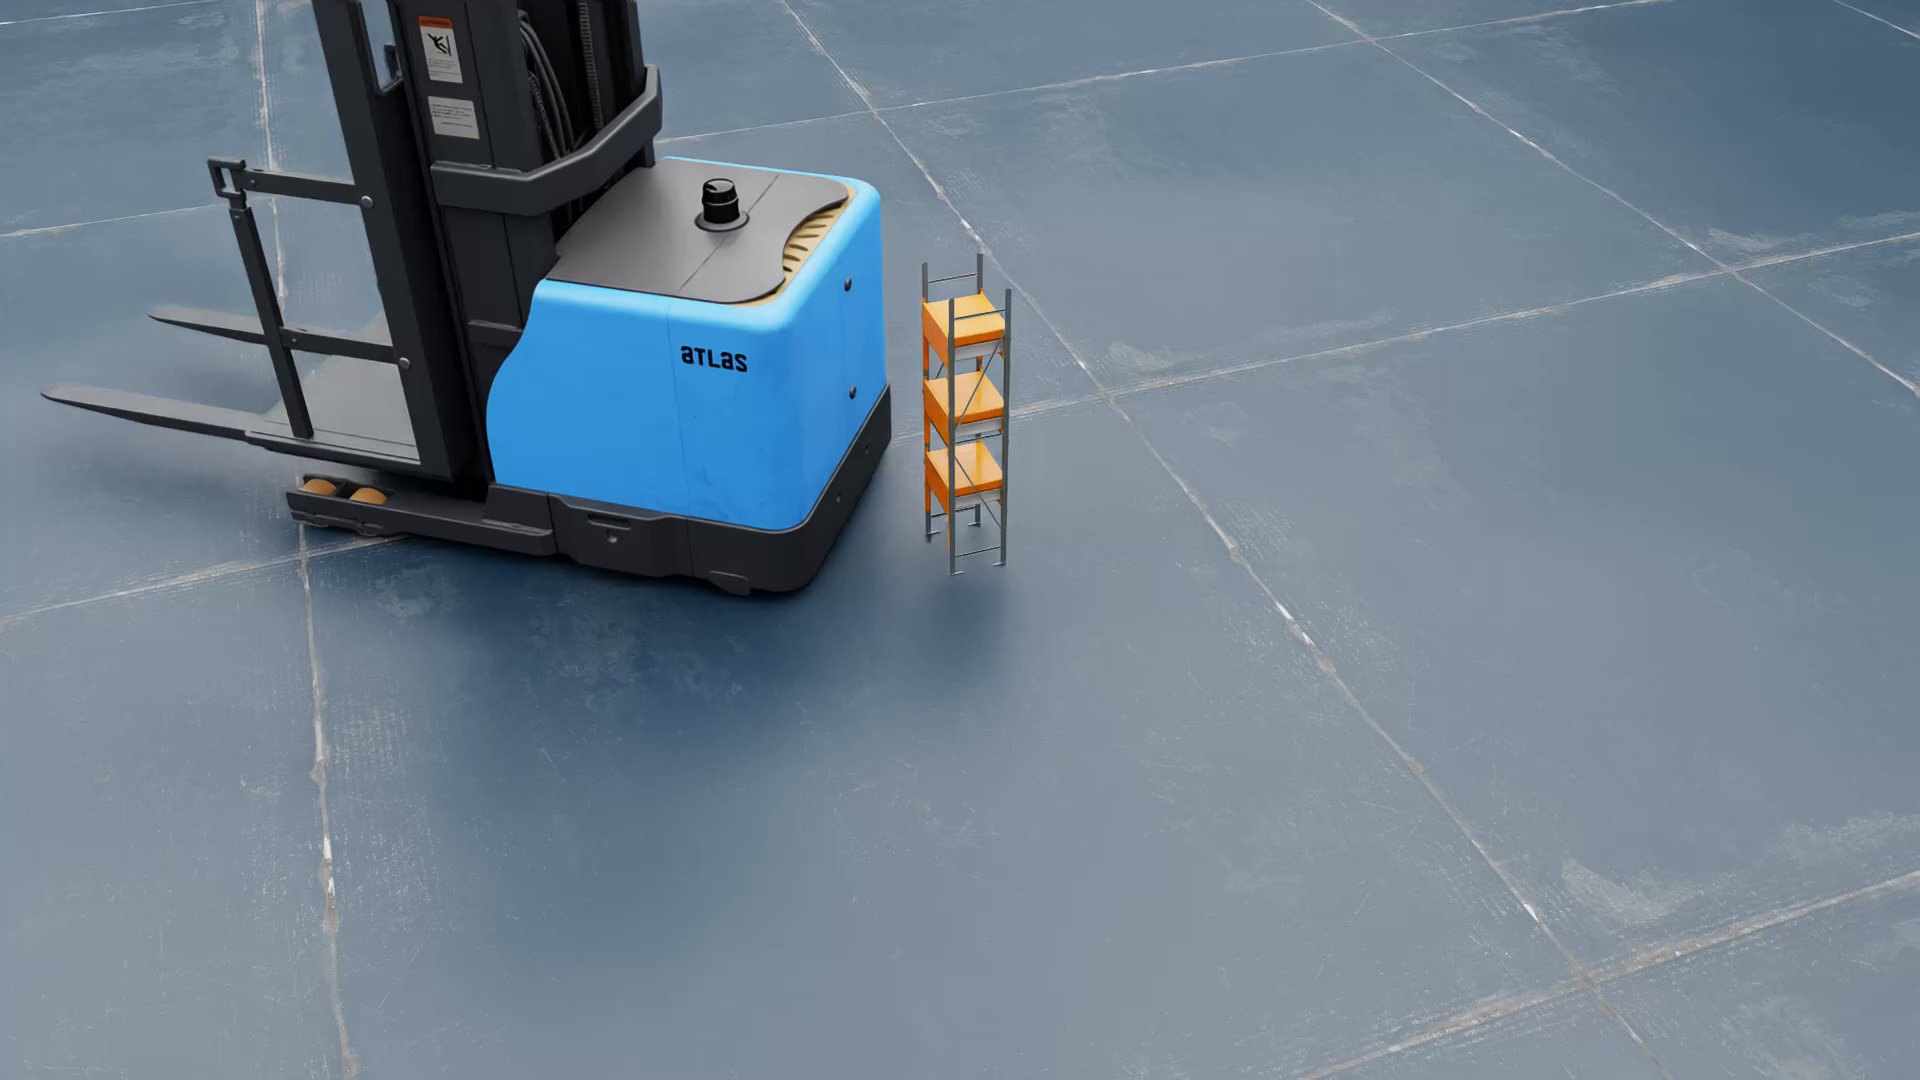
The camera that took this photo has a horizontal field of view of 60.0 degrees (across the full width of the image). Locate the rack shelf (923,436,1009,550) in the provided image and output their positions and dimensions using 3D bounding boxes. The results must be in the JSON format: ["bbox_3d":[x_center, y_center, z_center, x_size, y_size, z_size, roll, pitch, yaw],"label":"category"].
[{"bbox_3d":[0.018,-0.159,5.568,0.215,0.259,0.240,-12,39,-16],"label":"rack shelf"}]

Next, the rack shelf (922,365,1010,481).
[{"bbox_3d":[0.018,-0.381,5.400,0.215,0.259,0.240,-12,39,-16],"label":"rack shelf"}]

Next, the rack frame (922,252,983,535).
[{"bbox_3d":[-0.024,-0.458,5.485,0.200,1.050,0.008,-12,39,-16],"label":"rack frame"}]

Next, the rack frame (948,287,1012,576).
[{"bbox_3d":[0.060,-0.320,5.302,0.200,1.050,0.008,-12,39,-16],"label":"rack frame"}]

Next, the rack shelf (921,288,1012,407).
[{"bbox_3d":[0.018,-0.607,5.230,0.215,0.259,0.240,-12,39,-16],"label":"rack shelf"}]

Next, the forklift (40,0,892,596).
[{"bbox_3d":[-1.827,-1.478,5.277,3.031,2.935,1.130,10,38,12],"label":"forklift"}]

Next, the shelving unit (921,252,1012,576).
[{"bbox_3d":[0.018,-0.389,5.394,0.215,1.050,0.252,-12,39,-16],"label":"shelving unit"}]
